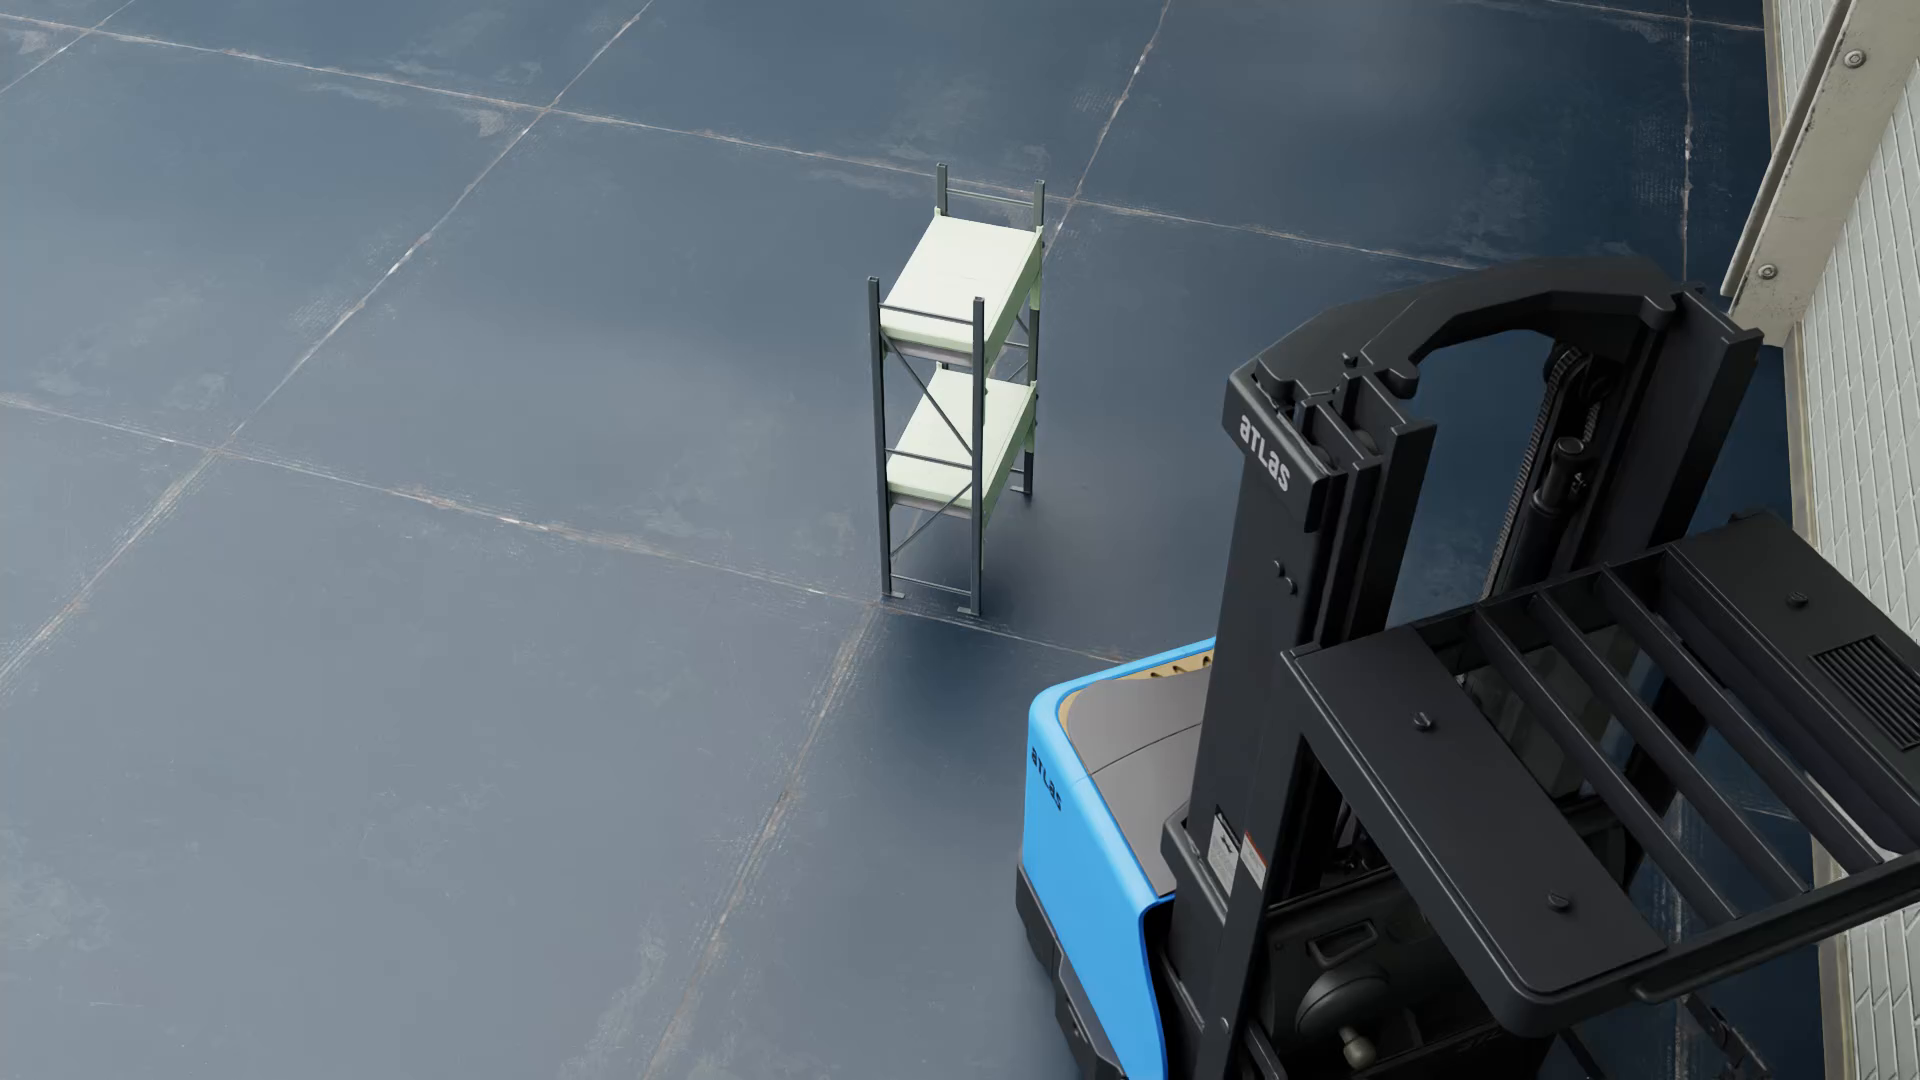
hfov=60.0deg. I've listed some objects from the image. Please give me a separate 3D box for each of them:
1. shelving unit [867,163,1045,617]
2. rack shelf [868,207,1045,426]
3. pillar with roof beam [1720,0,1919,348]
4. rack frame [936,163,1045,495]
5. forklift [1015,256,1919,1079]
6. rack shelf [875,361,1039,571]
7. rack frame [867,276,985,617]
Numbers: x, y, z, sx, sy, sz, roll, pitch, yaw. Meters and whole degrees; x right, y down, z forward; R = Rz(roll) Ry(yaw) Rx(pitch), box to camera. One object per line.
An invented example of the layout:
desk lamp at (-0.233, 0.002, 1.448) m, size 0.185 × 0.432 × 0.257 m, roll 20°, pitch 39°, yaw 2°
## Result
shelving unit at (-0.002, -0.532, 6.221) m, size 0.431 × 1.500 × 0.755 m, roll 13°, pitch 46°, yaw 12°
rack shelf at (-0.002, -0.811, 5.948) m, size 0.431 × 0.370 × 0.720 m, roll 13°, pitch 46°, yaw 12°
pillar with roof beam at (-0.365, -5.172, 5.601) m, size 9.100 × 9.000 × 0.400 m, roll 13°, pitch 46°, yaw 13°
rack frame at (0.109, -0.776, 6.470) m, size 0.400 × 1.500 × 0.023 m, roll 13°, pitch 46°, yaw 12°
forklift at (1.189, 0.997, 3.636) m, size 1.130 × 2.935 × 3.031 m, roll -15°, pitch 46°, yaw -15°
rack shelf at (-0.002, -0.299, 6.449) m, size 0.431 × 0.370 × 0.720 m, roll 13°, pitch 46°, yaw 12°
rack frame at (-0.113, -0.288, 5.972) m, size 0.400 × 1.500 × 0.023 m, roll 13°, pitch 46°, yaw 12°
